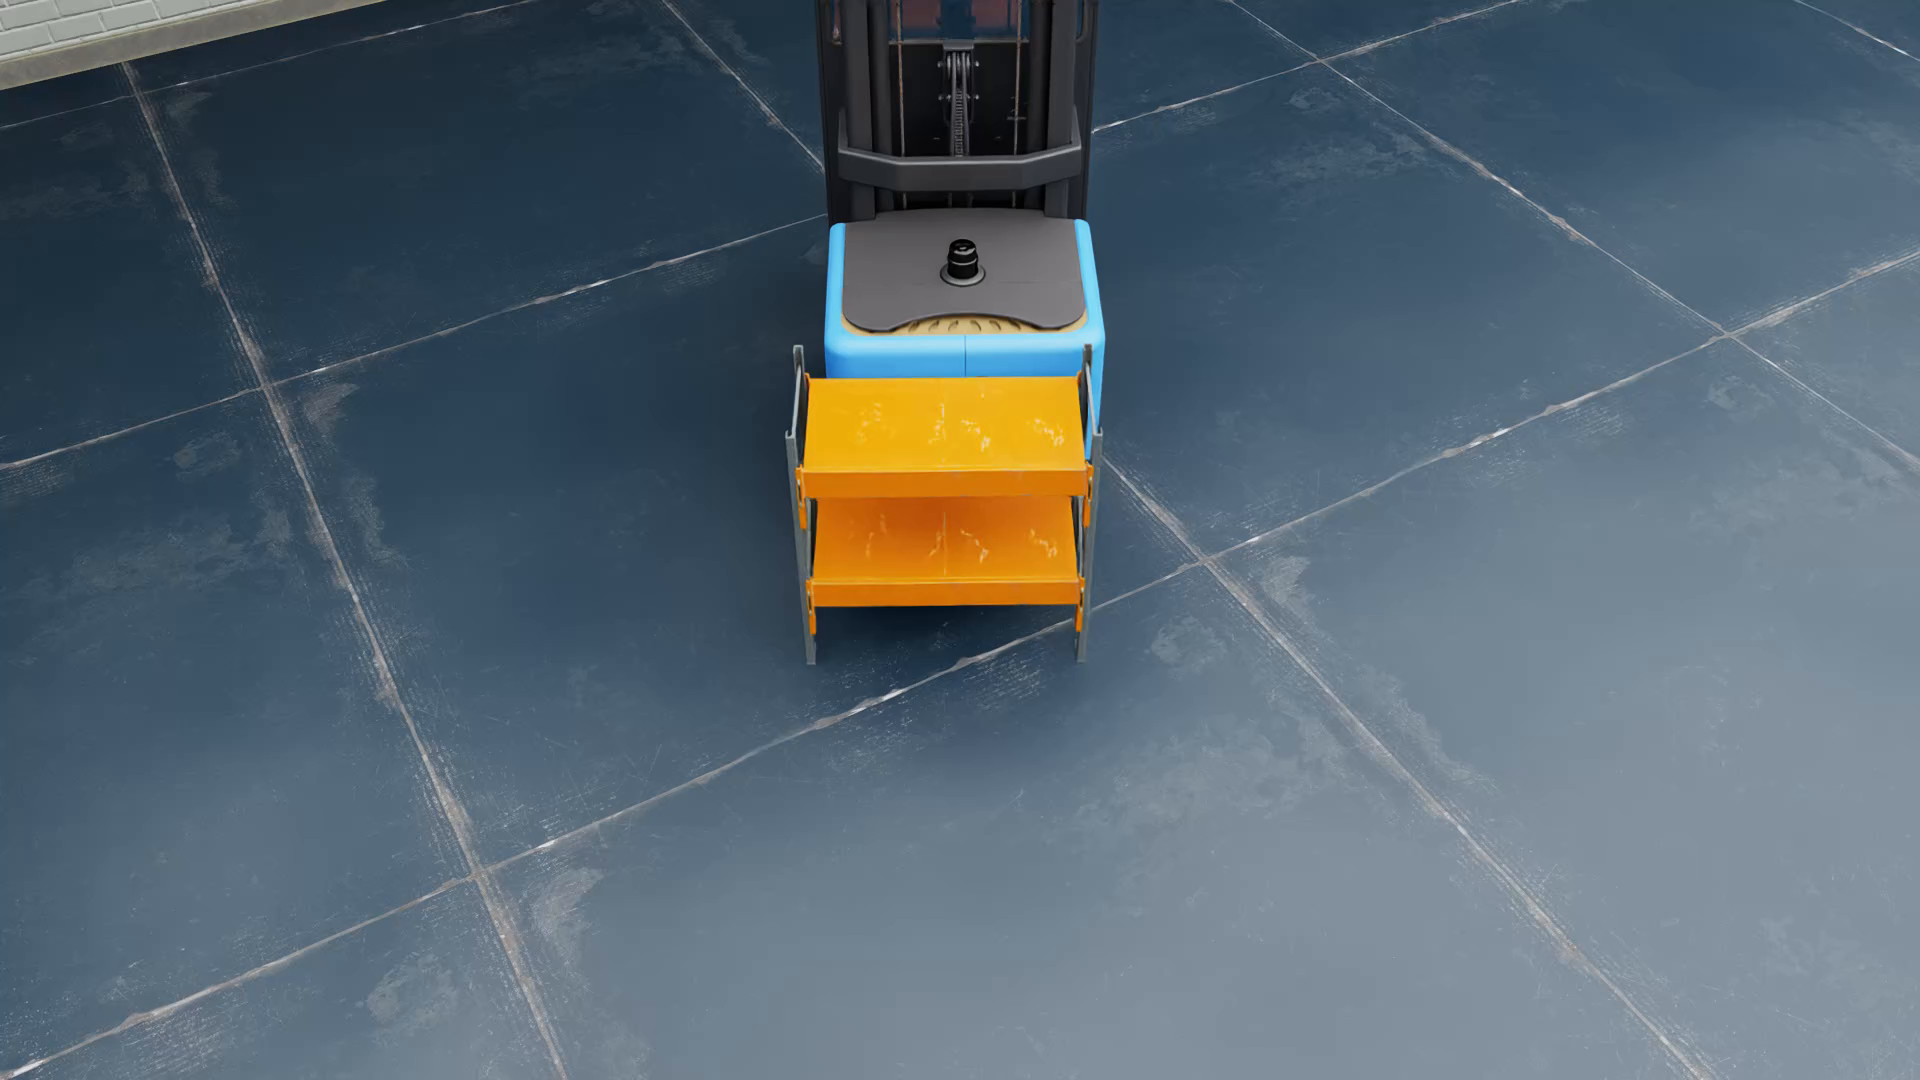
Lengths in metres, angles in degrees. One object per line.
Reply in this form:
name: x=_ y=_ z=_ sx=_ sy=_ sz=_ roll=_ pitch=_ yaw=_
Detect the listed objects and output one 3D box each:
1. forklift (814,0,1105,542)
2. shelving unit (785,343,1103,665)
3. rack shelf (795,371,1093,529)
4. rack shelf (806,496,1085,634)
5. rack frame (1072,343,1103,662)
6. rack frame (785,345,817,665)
forklift: x=-0.019 y=-2.025 z=6.732 sx=1.130 sy=2.935 sz=3.031 roll=-1 pitch=44 yaw=-1
shelving unit: x=-0.055 y=-0.111 z=6.056 sx=1.048 sy=1.125 sz=0.538 roll=-1 pitch=44 yaw=-1
rack shelf: x=-0.055 y=-0.321 z=5.853 sx=1.000 sy=0.278 sz=0.538 roll=-1 pitch=44 yaw=-1
rack shelf: x=-0.055 y=0.065 z=6.227 sx=1.000 sy=0.278 sz=0.538 roll=-1 pitch=44 yaw=-1
rack frame: x=0.453 y=-0.116 z=6.062 sx=0.032 sy=1.125 sz=0.500 roll=-1 pitch=44 yaw=-1
rack frame: x=-0.564 y=-0.106 z=6.051 sx=0.032 sy=1.125 sz=0.500 roll=-1 pitch=44 yaw=-1
